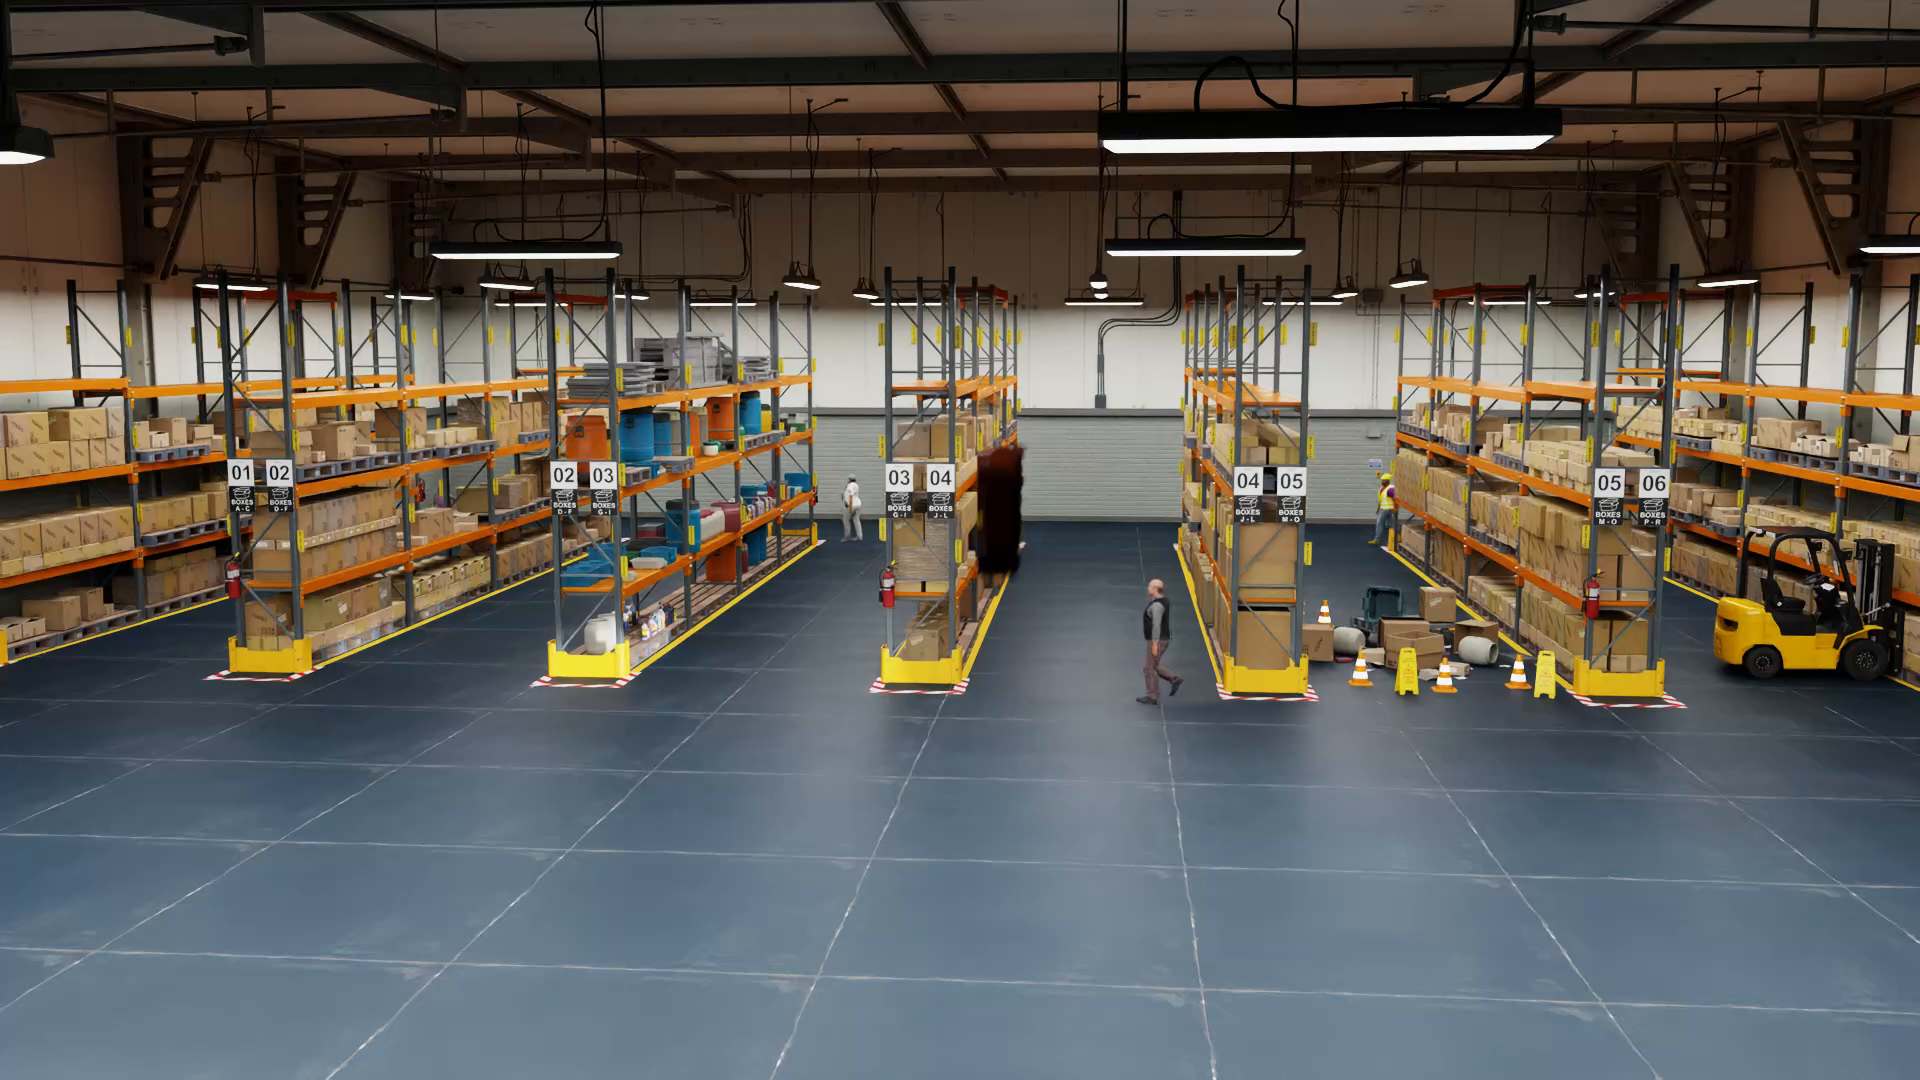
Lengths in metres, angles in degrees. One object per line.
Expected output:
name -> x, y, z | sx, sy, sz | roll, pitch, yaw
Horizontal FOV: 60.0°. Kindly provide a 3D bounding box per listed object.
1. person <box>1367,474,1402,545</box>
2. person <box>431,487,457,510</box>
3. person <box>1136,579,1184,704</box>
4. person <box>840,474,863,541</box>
person -> 10.368, -0.749, 40.281 | 0.989, 1.732, 0.546 | 0, 7, 2
person -> -12.260, -0.576, 39.640 | 0.489, 1.510, 0.780 | 2, 7, 15
person -> 2.743, 1.387, 22.726 | 0.664, 1.711, 0.533 | 0, 7, 4
person -> -2.670, -0.784, 41.049 | 0.601, 1.690, 0.525 | 4, 8, 27
